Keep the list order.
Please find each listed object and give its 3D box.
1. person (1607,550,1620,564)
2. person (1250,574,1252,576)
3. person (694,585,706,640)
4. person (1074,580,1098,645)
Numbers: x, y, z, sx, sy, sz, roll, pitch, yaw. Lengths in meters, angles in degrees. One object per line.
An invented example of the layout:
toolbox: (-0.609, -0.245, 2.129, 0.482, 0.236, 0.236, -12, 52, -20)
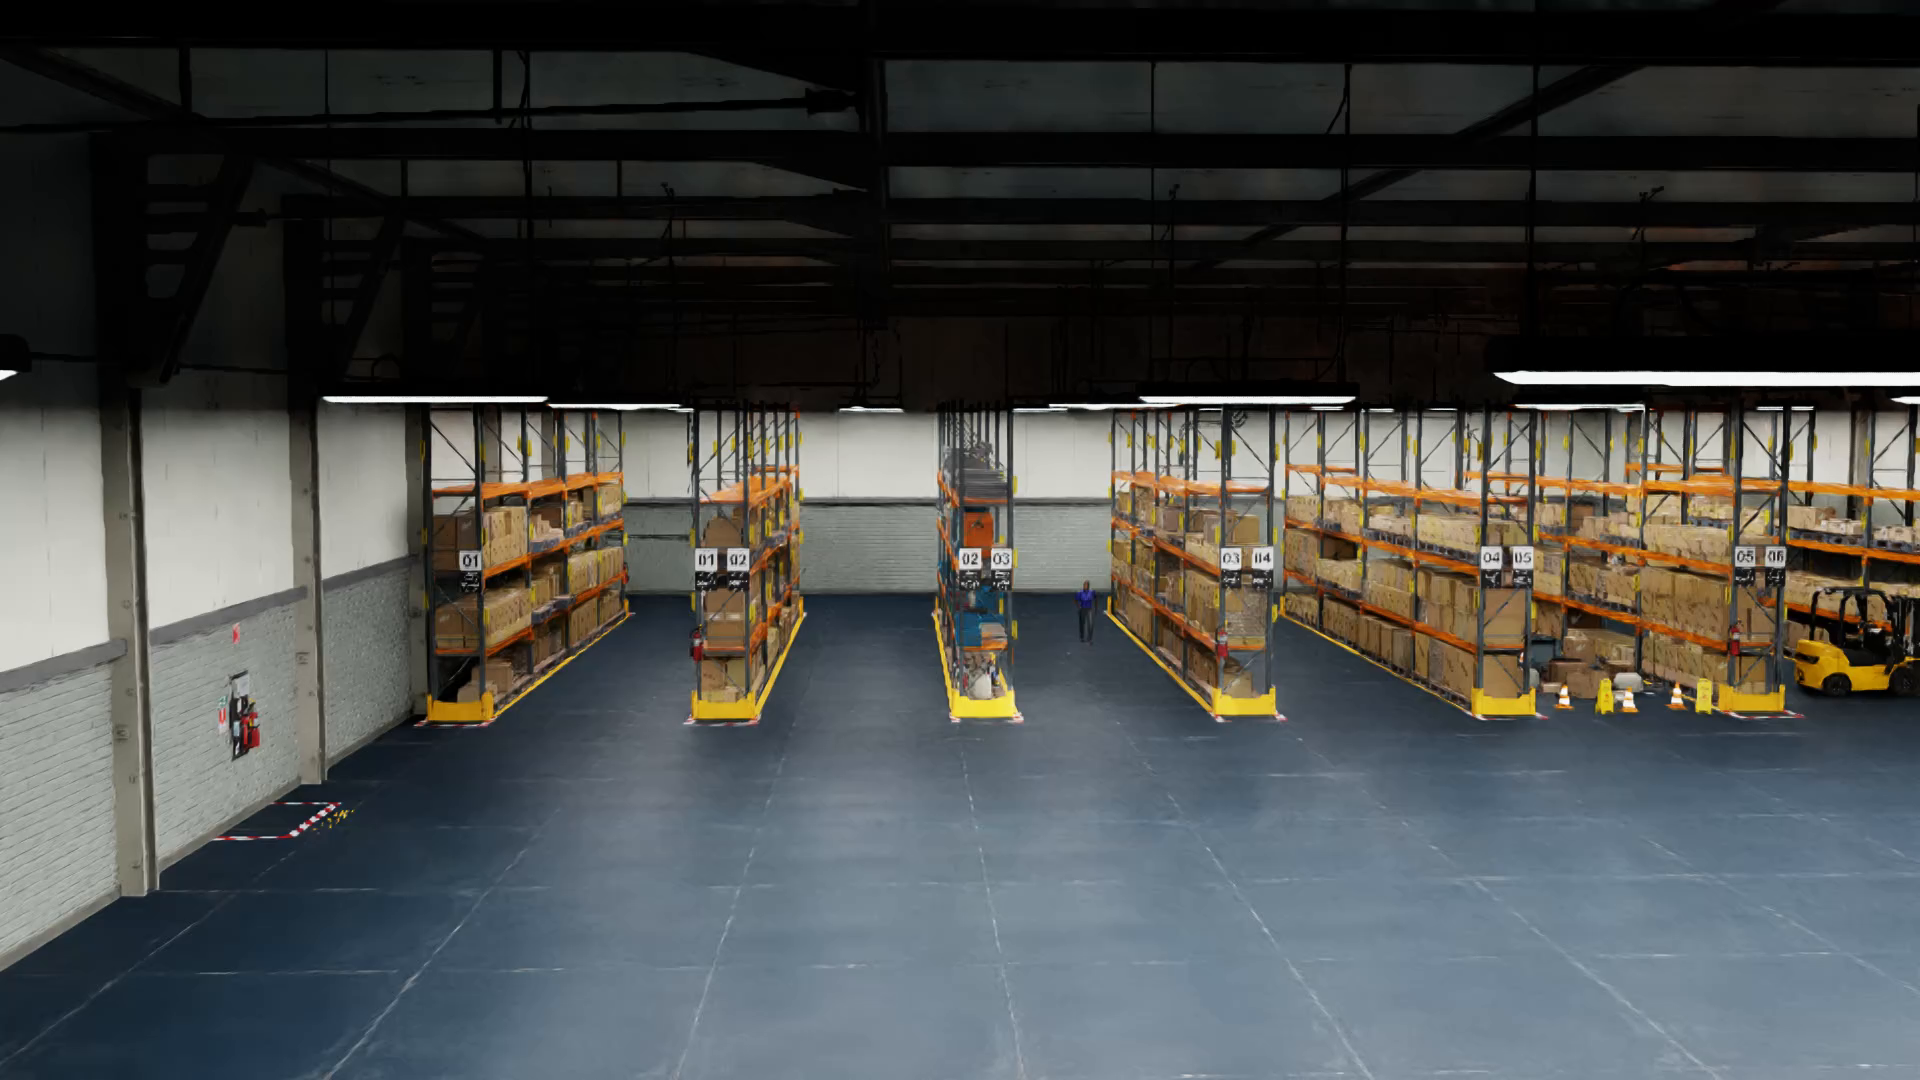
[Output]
person: (19.342, 1.101, 49.307, 0.553, 1.781, 0.646, -3, 5, -33)
person: (7.876, 1.500, 44.210, 0.598, 1.698, 1.194, 0, 4, 0)
person: (-6.530, 1.677, 42.151, 0.416, 1.678, 0.499, -3, 5, -33)
person: (3.147, 1.777, 41.536, 0.603, 1.590, 0.824, 0, 4, 3)
